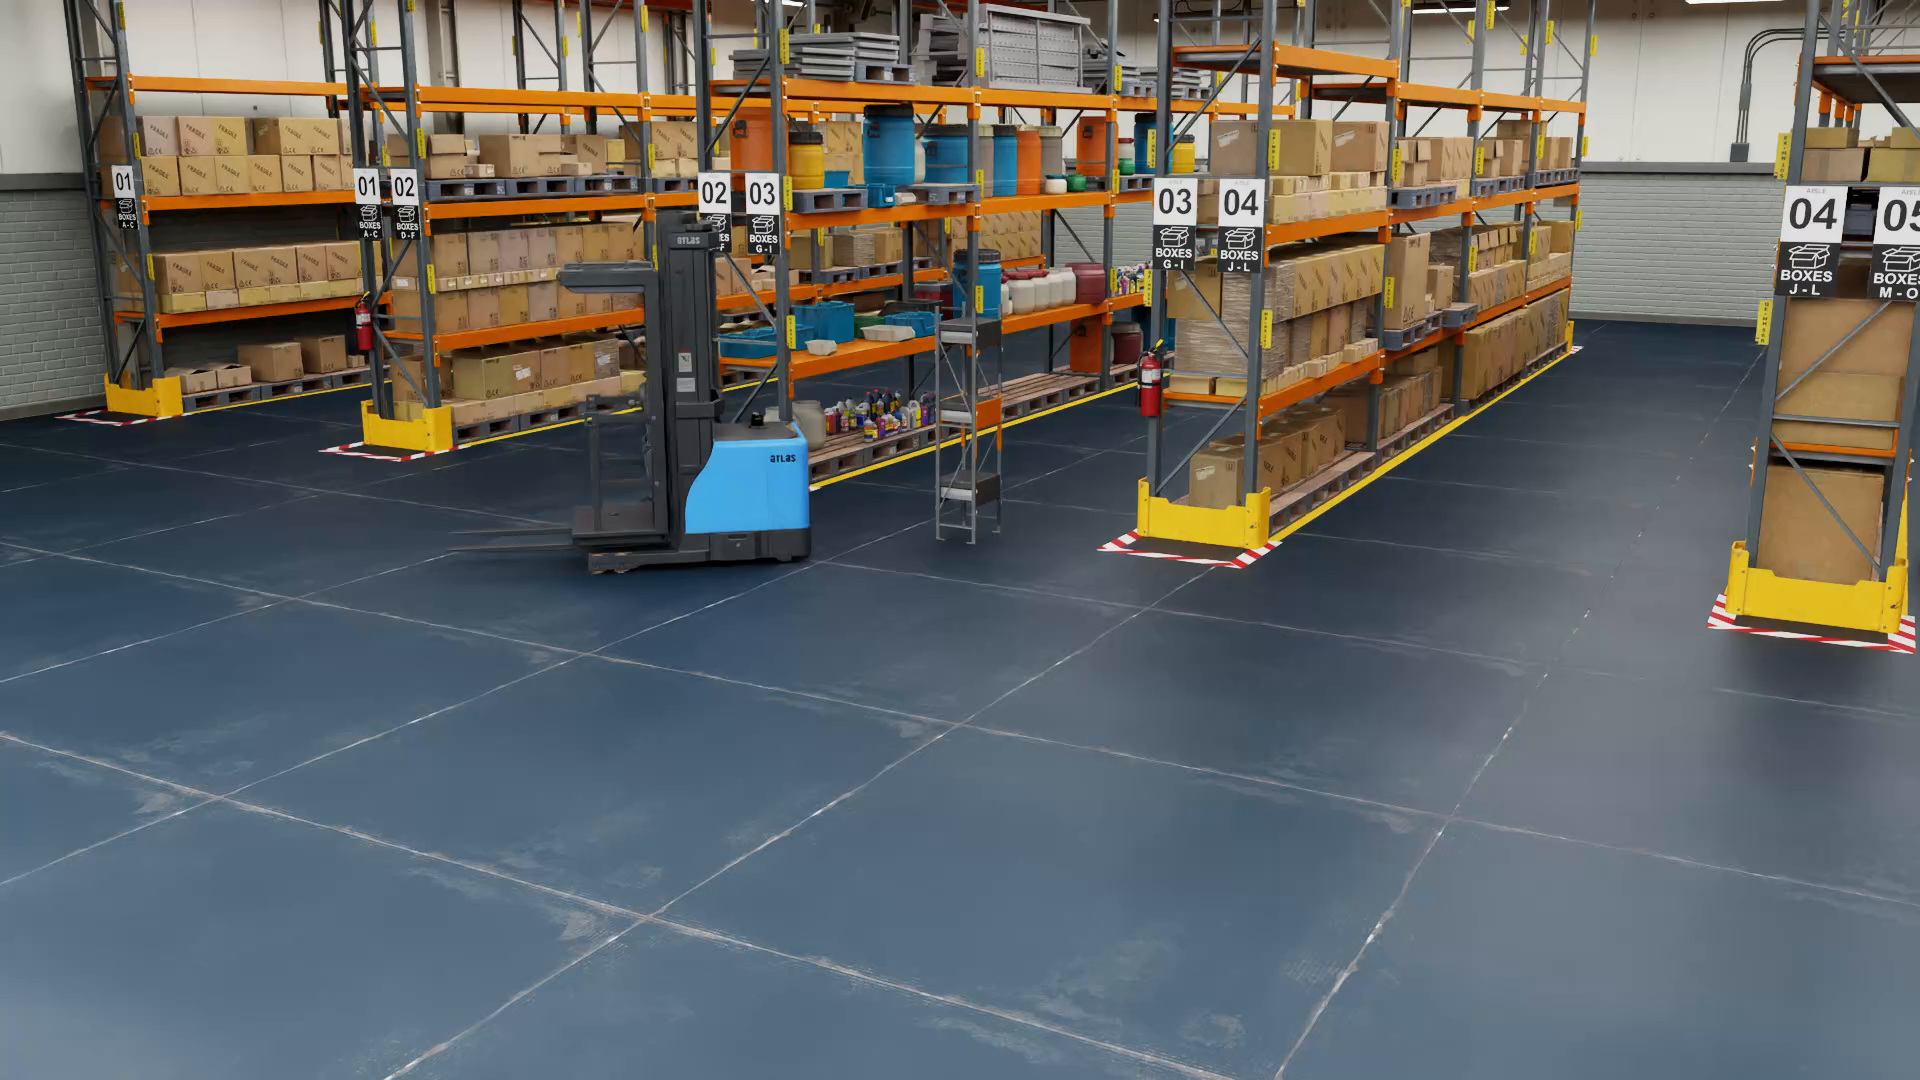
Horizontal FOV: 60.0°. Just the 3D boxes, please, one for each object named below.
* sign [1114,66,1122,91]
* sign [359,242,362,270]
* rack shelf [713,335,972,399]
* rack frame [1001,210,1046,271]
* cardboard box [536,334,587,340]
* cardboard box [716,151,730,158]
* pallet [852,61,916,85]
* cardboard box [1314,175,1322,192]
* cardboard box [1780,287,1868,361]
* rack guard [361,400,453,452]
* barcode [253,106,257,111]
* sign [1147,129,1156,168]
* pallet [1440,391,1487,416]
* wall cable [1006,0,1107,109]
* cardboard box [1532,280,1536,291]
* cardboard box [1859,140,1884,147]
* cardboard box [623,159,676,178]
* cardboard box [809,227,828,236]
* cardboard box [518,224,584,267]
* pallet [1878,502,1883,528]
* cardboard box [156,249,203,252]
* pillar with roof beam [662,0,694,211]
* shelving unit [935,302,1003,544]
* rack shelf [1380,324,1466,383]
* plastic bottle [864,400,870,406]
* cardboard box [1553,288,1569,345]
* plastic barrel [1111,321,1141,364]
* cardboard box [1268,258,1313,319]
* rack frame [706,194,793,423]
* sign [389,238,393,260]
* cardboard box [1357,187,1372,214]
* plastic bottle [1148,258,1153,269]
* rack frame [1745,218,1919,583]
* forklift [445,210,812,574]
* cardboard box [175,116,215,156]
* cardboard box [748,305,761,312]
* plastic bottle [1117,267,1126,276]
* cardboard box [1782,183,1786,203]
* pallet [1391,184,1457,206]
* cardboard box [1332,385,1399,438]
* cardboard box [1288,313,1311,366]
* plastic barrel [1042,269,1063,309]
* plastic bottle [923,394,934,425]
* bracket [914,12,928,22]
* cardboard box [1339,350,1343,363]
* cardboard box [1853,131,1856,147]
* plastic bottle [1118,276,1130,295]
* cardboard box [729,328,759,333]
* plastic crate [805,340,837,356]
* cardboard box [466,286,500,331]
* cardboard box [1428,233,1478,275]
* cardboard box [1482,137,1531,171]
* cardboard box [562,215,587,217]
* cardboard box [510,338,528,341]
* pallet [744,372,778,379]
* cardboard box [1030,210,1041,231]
[{"bbox_3d":[2.175,-6.358,22.894,0.100,0.325,0.005,7,15,28],"label":"sign"},{"bbox_3d":[-6.979,-3.322,19.438,0.100,0.325,0.005,7,15,28],"label":"sign"},{"bbox_3d":[-1.210,-2.079,18.790,1.077,0.370,4.000,7,15,28],"label":"rack shelf"},{"bbox_3d":[1.224,-5.863,32.951,1.000,3.000,0.127,7,15,28],"label":"rack frame"},{"bbox_3d":[-5.311,-2.470,22.248,0.500,0.500,0.500,7,15,28],"label":"cardboard box"},{"bbox_3d":[-4.483,-7.352,31.941,0.500,0.250,0.500,7,15,28],"label":"cardboard box"},{"bbox_3d":[-1.206,-5.045,18.017,1.003,0.211,1.213,7,15,28],"label":"pallet"},{"bbox_3d":[3.153,-3.329,15.512,0.380,0.149,0.250,7,15,26],"label":"cardboard box"},{"bbox_3d":[6.850,-1.667,12.924,0.875,0.550,0.550,7,15,28],"label":"cardboard box"},{"bbox_3d":[-6.523,-1.360,19.608,1.175,0.500,0.348,7,15,28],"label":"rack guard"},{"bbox_3d":[-9.964,-6.106,23.509,0.001,0.075,0.075,7,15,28],"label":"barcode"},{"bbox_3d":[1.683,-3.413,14.499,0.100,0.325,0.005,7,15,28],"label":"sign"},{"bbox_3d":[6.473,-1.896,22.447,1.003,0.211,1.213,7,15,28],"label":"pallet"},{"bbox_3d":[2.301,-11.099,37.719,3.097,2.526,0.112,7,15,28],"label":"wall cable"},{"bbox_3d":[8.521,-3.874,25.237,0.380,0.149,0.250,7,15,26],"label":"cardboard box"},{"bbox_3d":[11.391,-4.747,20.806,0.797,0.503,0.637,7,15,27],"label":"cardboard box"},{"bbox_3d":[-4.271,-5.115,22.876,0.500,0.250,0.500,9,16,34],"label":"cardboard box"},{"bbox_3d":[-3.352,-6.463,34.802,0.980,0.700,0.700,8,16,31],"label":"cardboard box"},{"bbox_3d":[-5.272,-3.782,21.338,0.700,0.500,0.500,7,15,28],"label":"cardboard box"},{"bbox_3d":[7.950,-0.192,15.380,1.003,0.211,1.213,7,15,28],"label":"pallet"},{"bbox_3d":[-10.556,-3.665,22.512,0.500,0.500,0.500,8,16,29],"label":"cardboard box"},{"bbox_3d":[-1.699,-8.273,30.148,9.100,9.000,0.548,7,15,28],"label":"pillar with roof beam"},{"bbox_3d":[0.080,-1.055,14.928,0.431,2.100,0.503,7,15,28],"label":"shelving unit"},{"bbox_3d":[5.059,-2.338,19.867,1.077,0.370,4.000,7,15,28],"label":"rack shelf"},{"bbox_3d":[-1.126,-1.534,19.881,0.097,0.271,0.097,0,14,0],"label":"plastic bottle"},{"bbox_3d":[9.654,-3.770,27.910,0.875,0.875,0.875,7,15,28],"label":"cardboard box"},{"bbox_3d":[2.458,-3.025,25.431,0.600,0.588,0.708,7,15,28],"label":"plastic barrel"},{"bbox_3d":[2.911,-2.320,15.275,0.500,0.500,0.500,7,15,28],"label":"cardboard box"},{"bbox_3d":[-2.177,-2.018,17.004,1.000,3.000,0.127,7,15,28],"label":"rack frame"},{"bbox_3d":[-8.437,-4.322,24.714,0.100,0.325,0.005,7,15,28],"label":"sign"},{"bbox_3d":[3.839,-3.434,16.796,0.500,0.250,0.500,8,16,29],"label":"cardboard box"},{"bbox_3d":[3.151,-4.412,27.040,0.144,0.351,0.185,7,15,28],"label":"plastic bottle"},{"bbox_3d":[6.452,-0.874,12.259,1.000,3.000,0.127,7,15,28],"label":"rack frame"},{"bbox_3d":[-2.842,-1.274,14.066,3.031,2.935,1.130,-3,14,-11],"label":"forklift"},{"bbox_3d":[-10.164,-5.292,21.794,0.500,0.500,0.500,7,15,27],"label":"cardboard box"},{"bbox_3d":[-4.351,-4.836,33.130,0.700,0.500,0.500,7,15,27],"label":"cardboard box"},{"bbox_3d":[2.507,-4.130,26.030,0.152,0.276,0.135,7,15,28],"label":"plastic bottle"},{"bbox_3d":[6.316,-2.570,12.318,0.380,0.149,0.250,7,15,28],"label":"cardboard box"},{"bbox_3d":[4.983,-3.972,19.110,1.213,0.211,1.003,7,15,28],"label":"pallet"},{"bbox_3d":[4.655,-1.495,19.231,0.700,0.500,0.500,7,15,28],"label":"cardboard box"},{"bbox_3d":[2.865,-1.974,15.972,0.875,0.500,0.500,7,15,28],"label":"cardboard box"},{"bbox_3d":[1.177,-3.392,22.465,0.421,0.512,0.421,0,14,0],"label":"plastic barrel"},{"bbox_3d":[-0.395,-1.561,19.820,0.144,0.351,0.185,7,15,25],"label":"plastic bottle"},{"bbox_3d":[-0.910,-12.273,39.058,0.235,0.232,0.430,7,15,28],"label":"bracket"},{"bbox_3d":[3.684,-1.883,16.980,0.380,0.149,0.250,7,15,28],"label":"cardboard box"},{"bbox_3d":[7.298,-3.374,13.953,0.380,0.149,0.250,7,15,28],"label":"cardboard box"},{"bbox_3d":[2.406,-3.746,24.437,0.152,0.276,0.135,7,15,28],"label":"plastic bottle"},{"bbox_3d":[-3.173,-3.015,24.915,0.500,0.311,0.500,7,15,28],"label":"cardboard box"},{"bbox_3d":[-1.463,-2.037,17.645,0.298,0.136,0.250,7,15,28],"label":"plastic crate"},{"bbox_3d":[-6.025,-2.831,20.164,0.700,0.500,0.500,8,16,29],"label":"cardboard box"},{"bbox_3d":[6.394,-3.783,21.970,0.797,0.503,0.637,8,16,30],"label":"cardboard box"},{"bbox_3d":[8.286,-5.846,25.158,0.700,0.500,0.500,6,15,25],"label":"cardboard box"},{"bbox_3d":[-6.736,-5.578,29.278,0.500,0.250,0.500,7,15,26],"label":"cardboard box"},{"bbox_3d":[-7.635,-3.534,27.688,0.700,0.500,0.500,7,15,28],"label":"cardboard box"},{"bbox_3d":[-3.076,-2.701,25.788,1.003,0.211,1.213,7,15,28],"label":"pallet"},{"bbox_3d":[1.249,-6.275,32.314,0.500,0.500,0.500,7,15,28],"label":"cardboard box"}]
